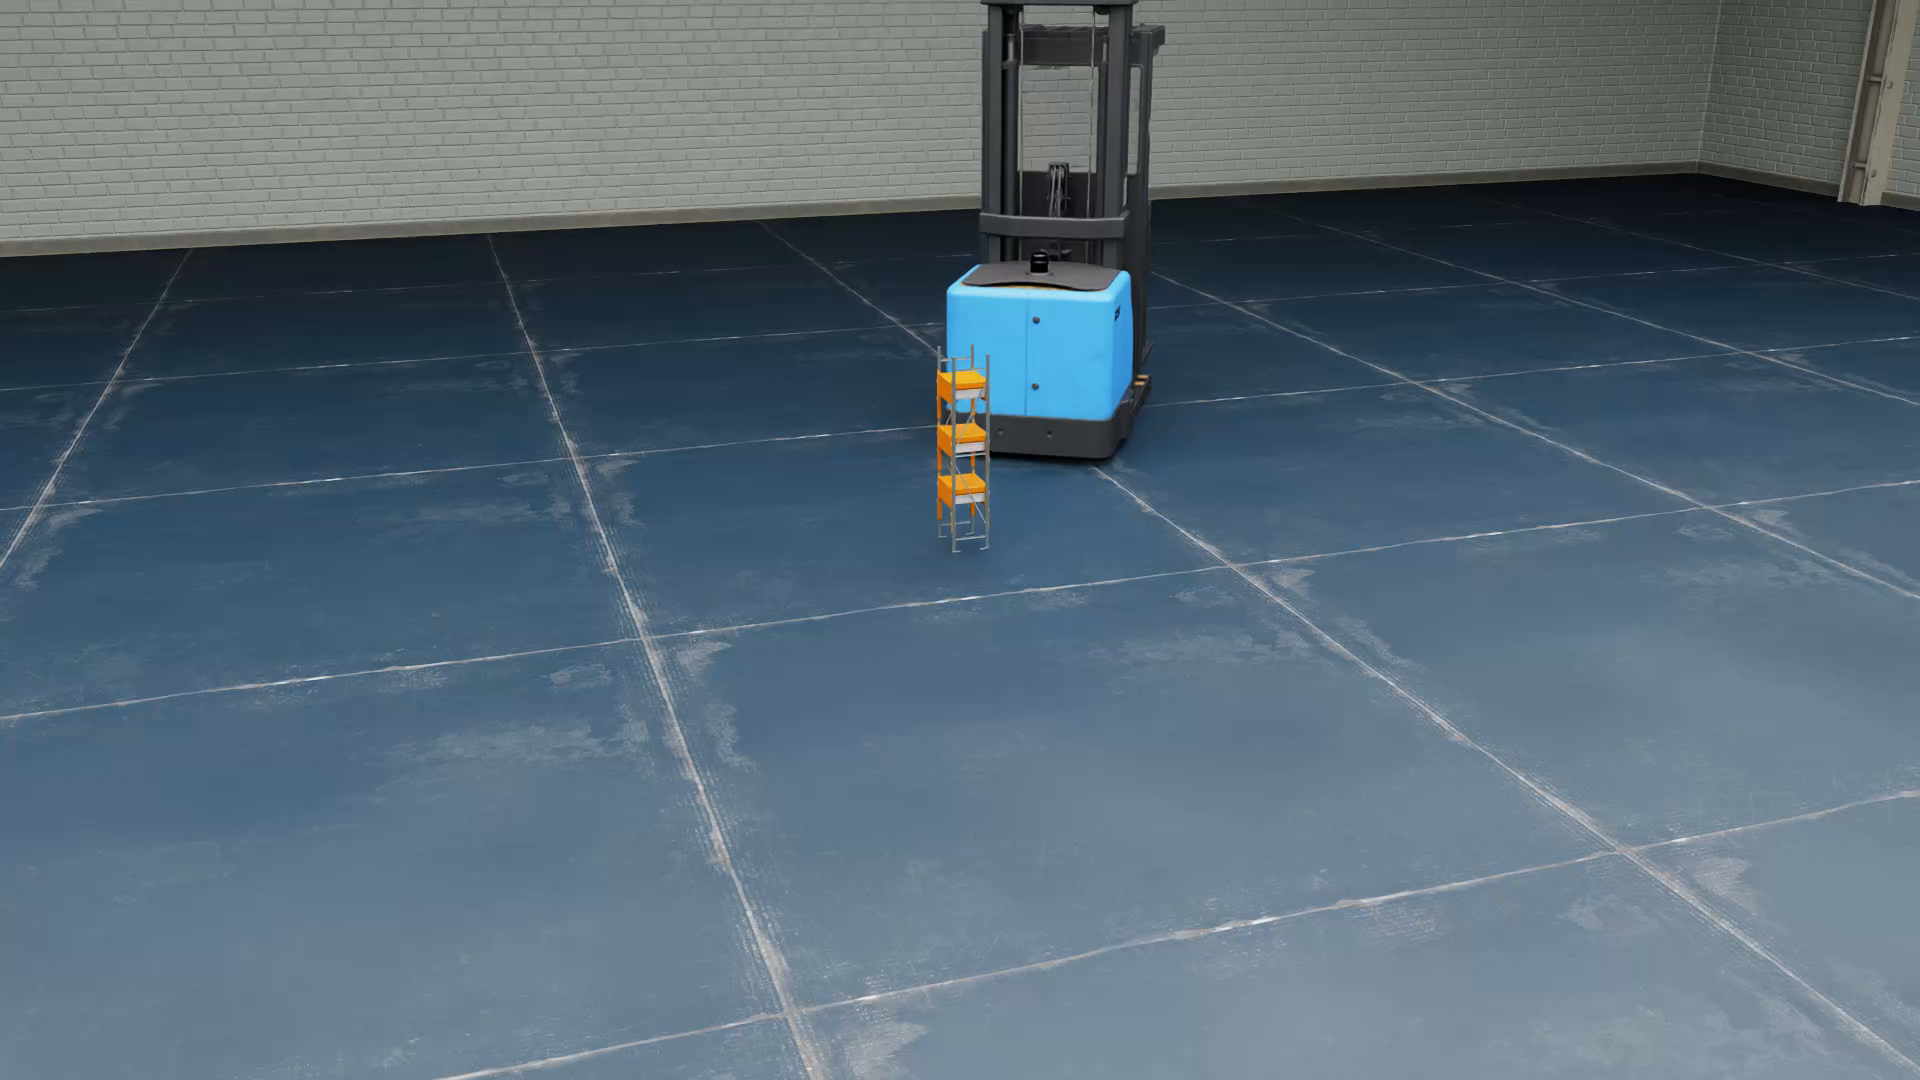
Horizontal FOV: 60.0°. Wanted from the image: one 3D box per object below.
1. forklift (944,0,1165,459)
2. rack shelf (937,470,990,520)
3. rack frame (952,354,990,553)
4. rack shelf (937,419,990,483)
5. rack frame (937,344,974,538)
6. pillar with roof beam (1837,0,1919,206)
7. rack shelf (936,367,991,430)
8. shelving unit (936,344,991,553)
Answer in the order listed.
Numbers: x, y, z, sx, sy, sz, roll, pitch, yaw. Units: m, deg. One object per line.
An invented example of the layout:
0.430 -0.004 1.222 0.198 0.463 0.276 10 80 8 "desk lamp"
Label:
0.736 -2.335 11.083 1.130 2.935 3.031 4 20 12 "forklift"
0.017 -0.205 8.789 0.215 0.259 0.240 -6 21 -17 "rack shelf"
0.055 -0.438 8.582 0.200 1.050 0.008 -6 21 -17 "rack frame"
0.017 -0.467 8.695 0.215 0.259 0.240 -6 21 -17 "rack shelf"
-0.022 -0.516 8.800 0.200 1.050 0.008 -6 21 -17 "rack frame"
6.990 -7.932 17.687 9.100 9.000 0.400 -6 21 -17 "pillar with roof beam"
0.017 -0.734 8.599 0.215 0.259 0.240 -6 21 -17 "rack shelf"
0.017 -0.477 8.691 0.215 1.050 0.252 -6 21 -17 "shelving unit"
